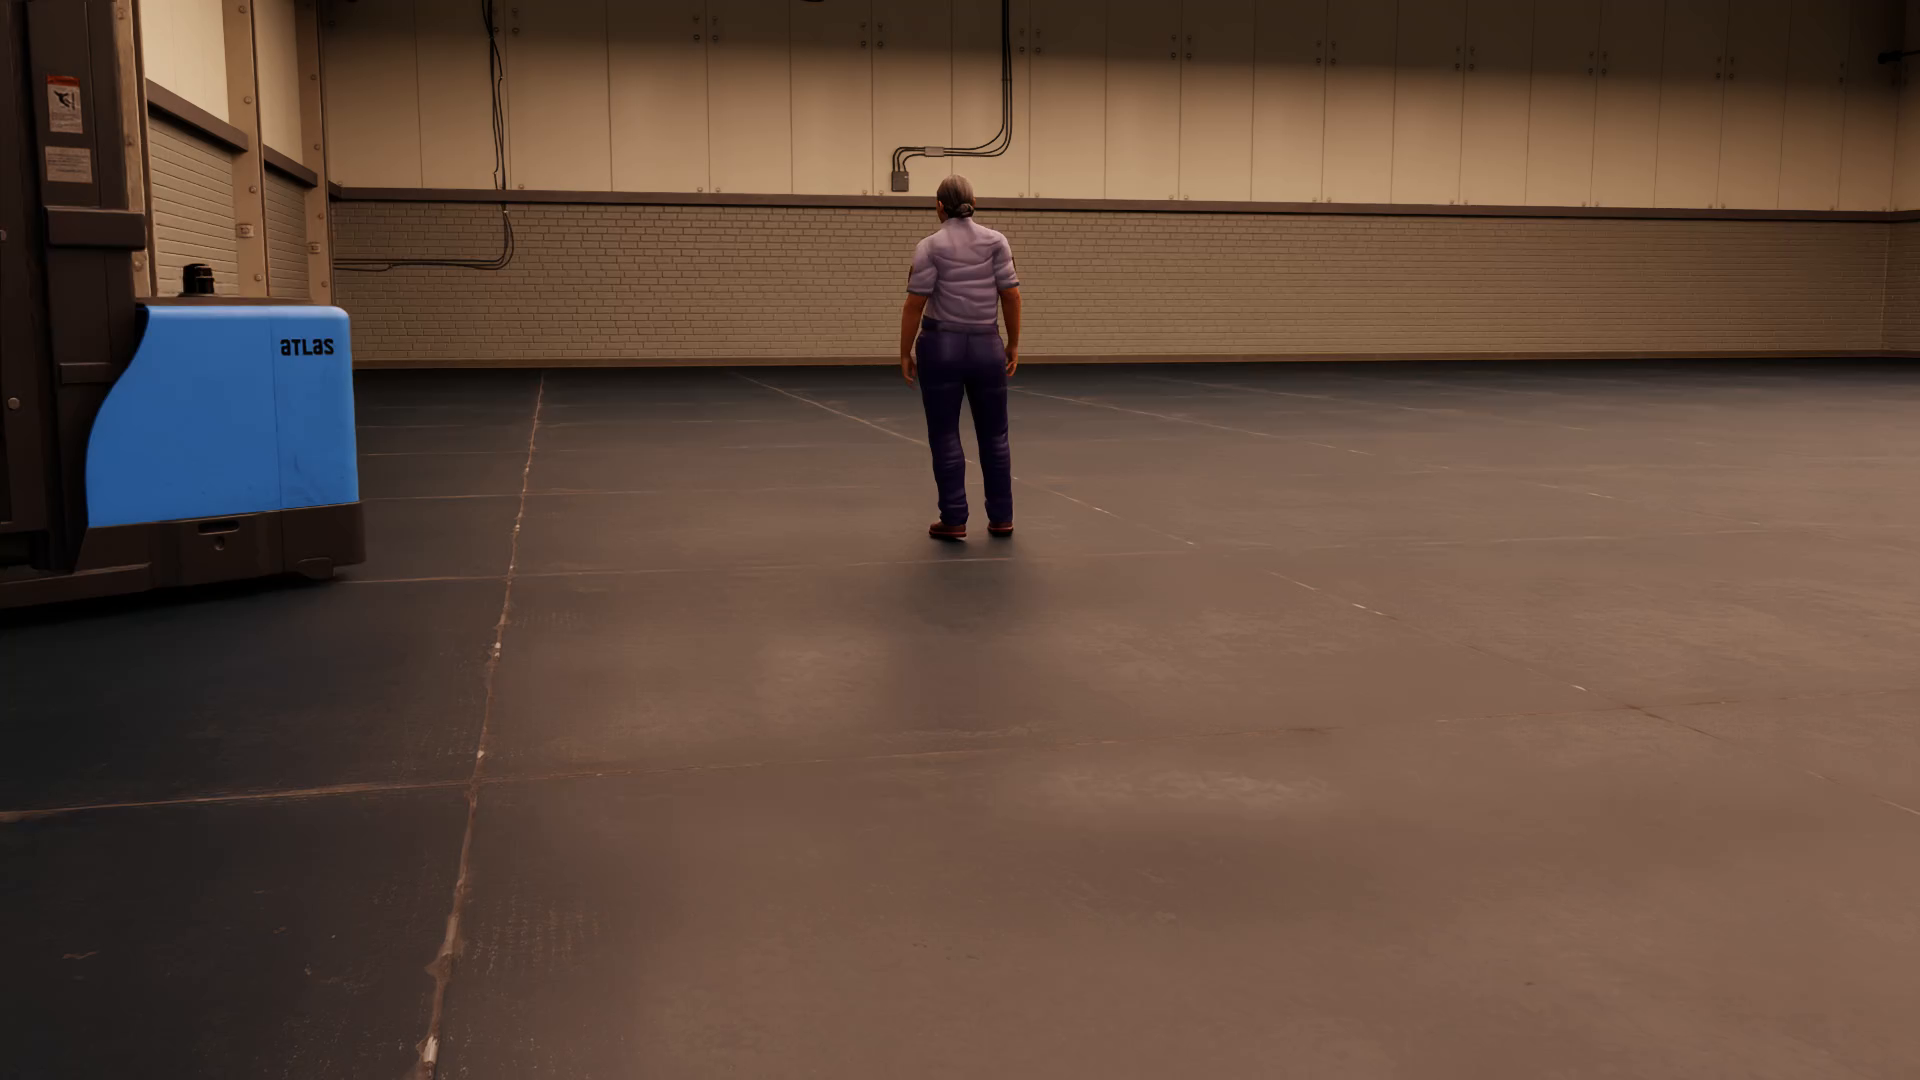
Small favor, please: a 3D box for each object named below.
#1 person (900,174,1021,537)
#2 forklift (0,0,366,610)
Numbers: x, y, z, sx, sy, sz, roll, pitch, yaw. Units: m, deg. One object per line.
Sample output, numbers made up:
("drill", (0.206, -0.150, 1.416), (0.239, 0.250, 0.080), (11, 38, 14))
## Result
("person", (0.001, -0.836, 7.684), (0.598, 1.651, 0.502), (-2, 8, -13))
("forklift", (-3.703, -1.185, 5.604), (1.130, 2.935, 3.031), (7, 11, 41))
